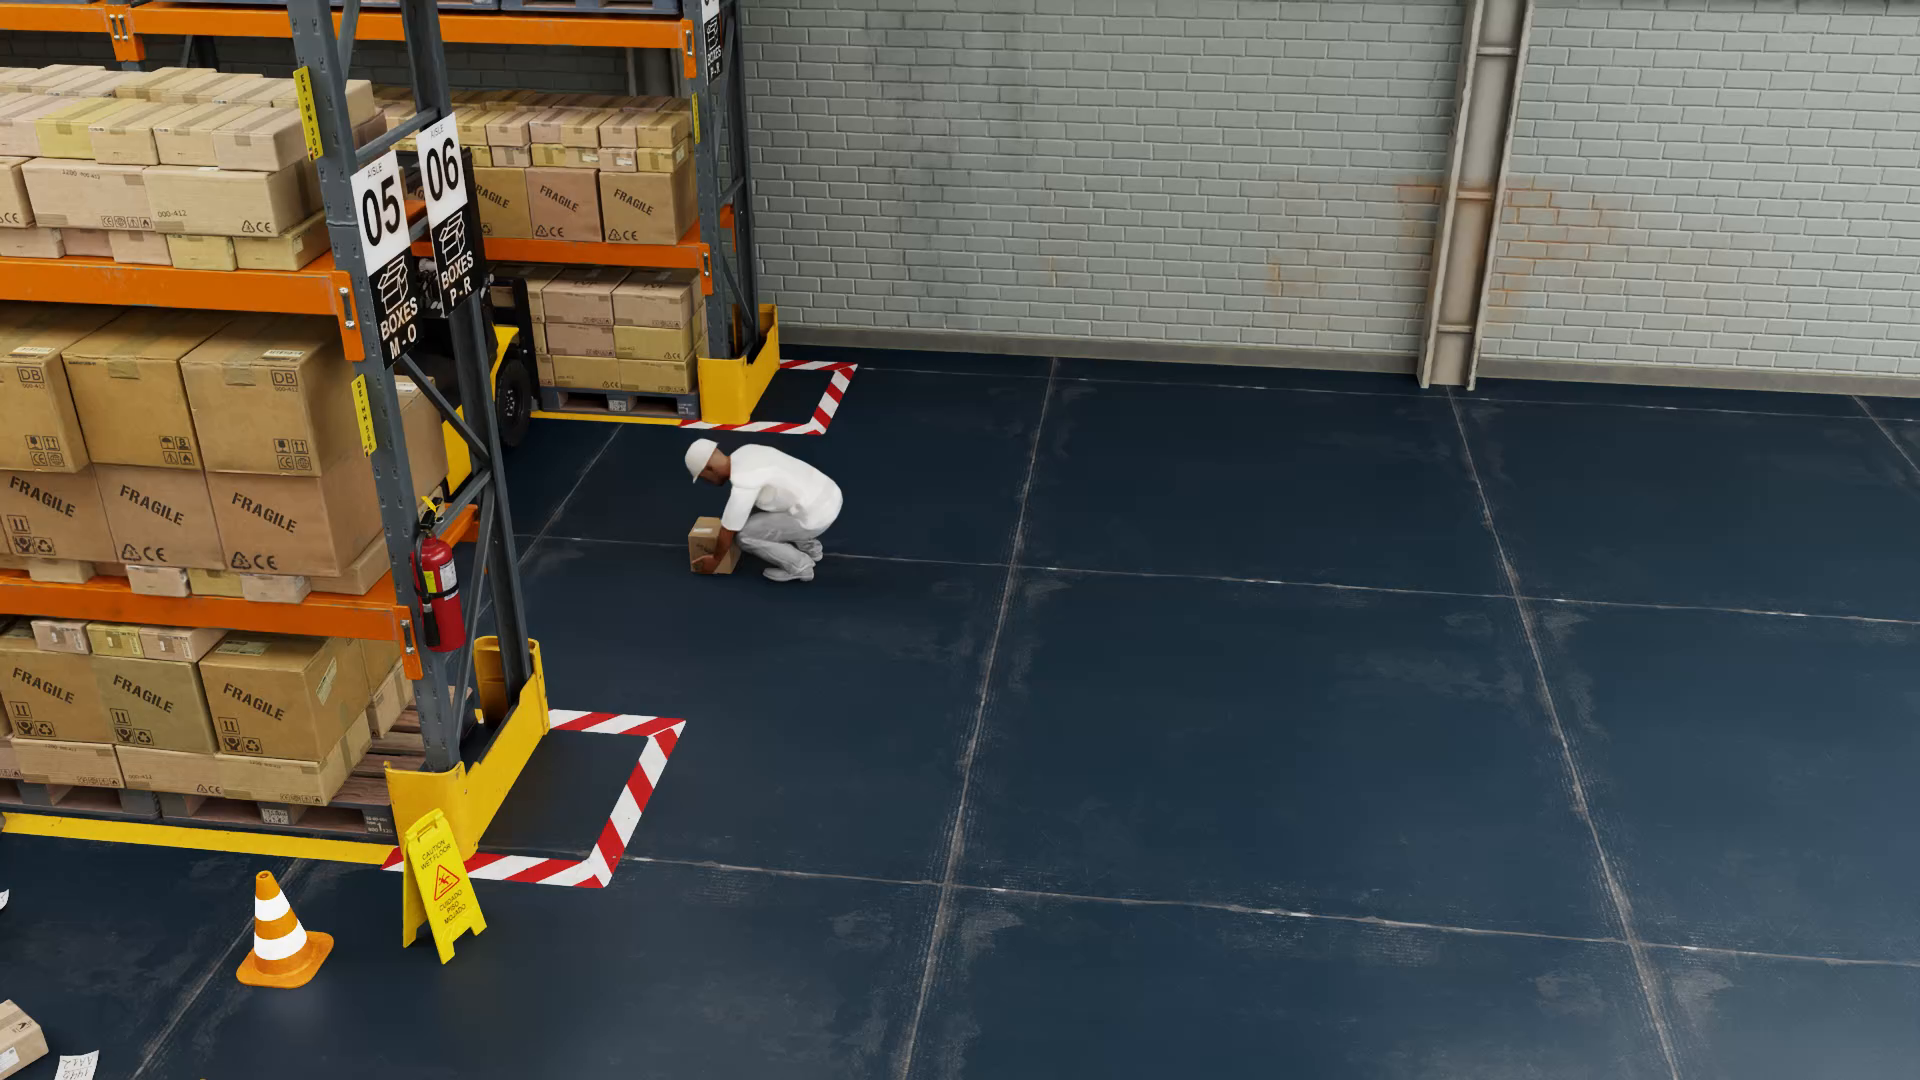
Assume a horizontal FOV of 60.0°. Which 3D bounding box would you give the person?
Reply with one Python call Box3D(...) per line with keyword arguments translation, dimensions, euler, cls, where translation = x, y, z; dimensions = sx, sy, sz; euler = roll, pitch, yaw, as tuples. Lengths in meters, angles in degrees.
Box3D(translation=(-1.167, -0.188, 9.948), dimensions=(0.901, 0.892, 0.560), euler=(3, 28, 6), cls="person")
